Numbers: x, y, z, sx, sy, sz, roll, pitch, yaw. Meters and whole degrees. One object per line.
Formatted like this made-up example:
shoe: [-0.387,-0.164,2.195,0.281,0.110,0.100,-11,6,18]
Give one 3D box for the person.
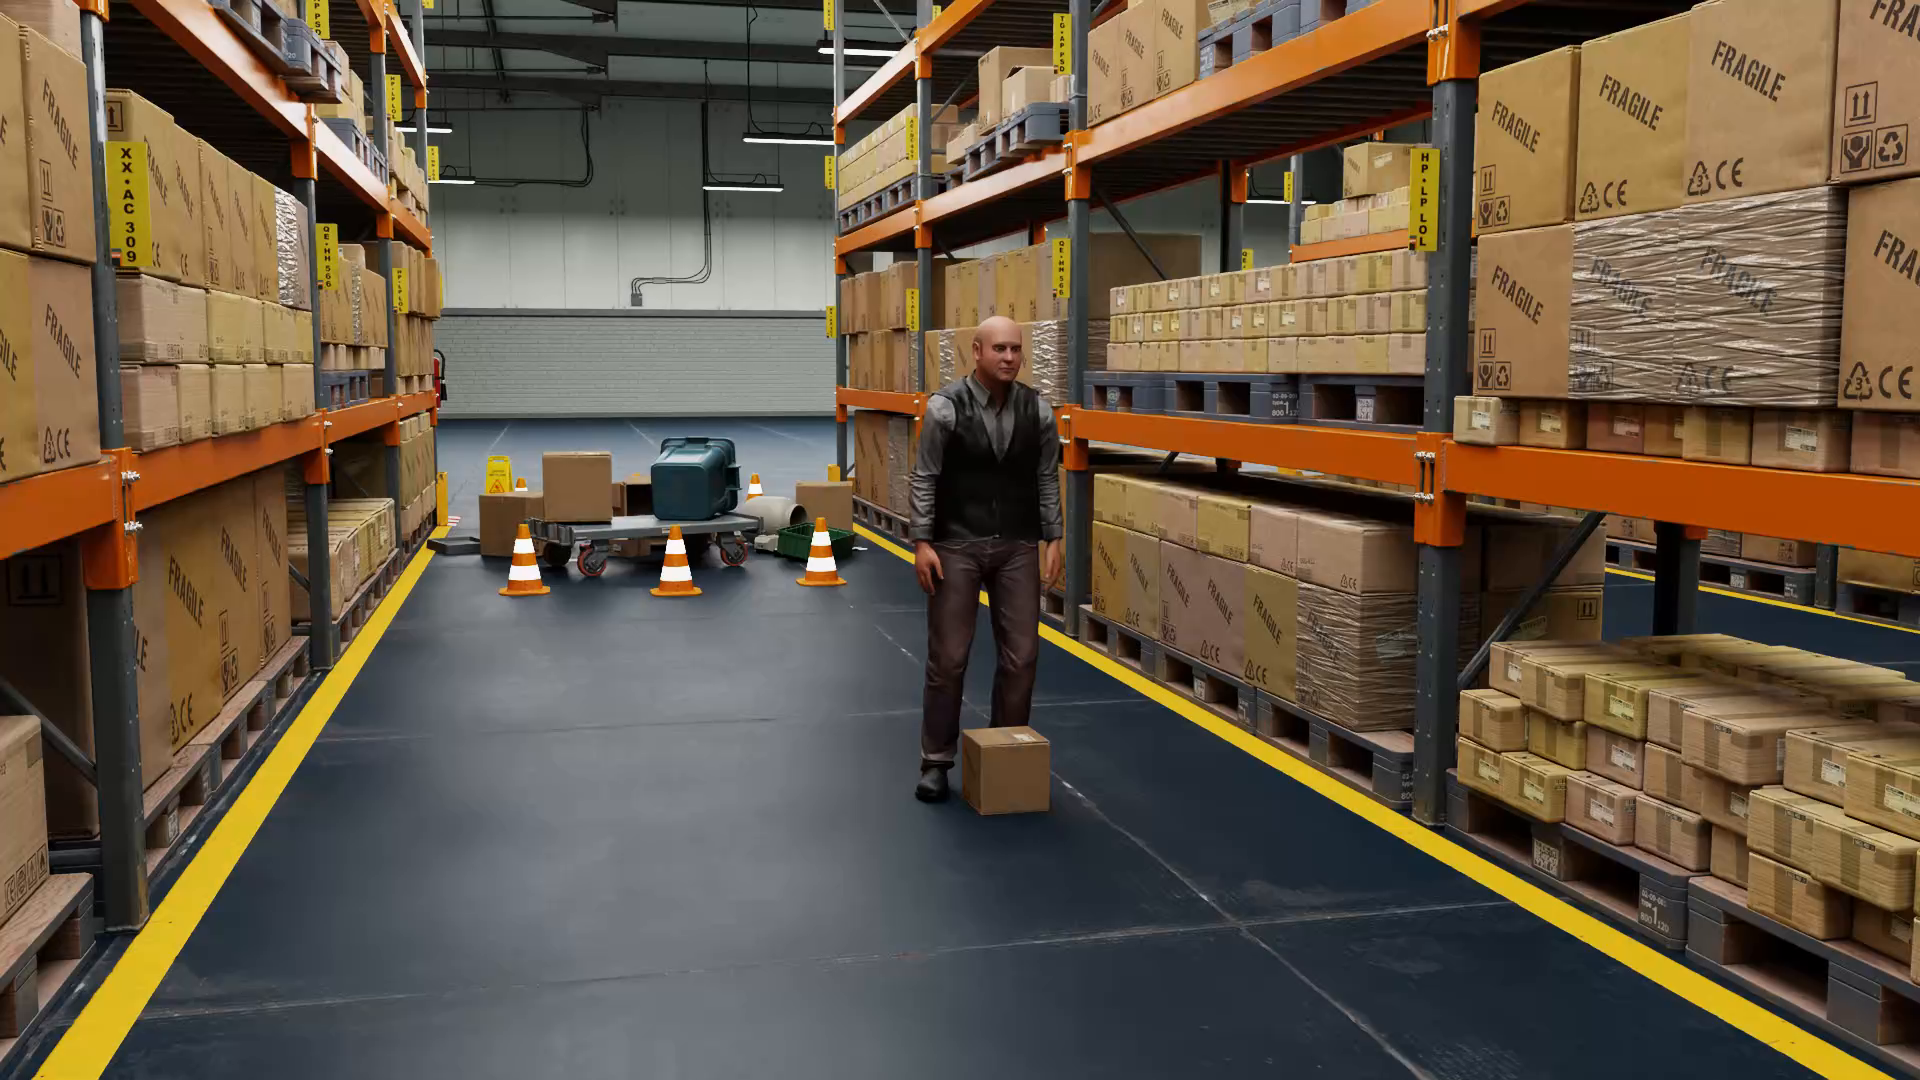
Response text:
person: [0.100,0.055,6.041,0.593,1.721,0.473,-2,6,-17]
